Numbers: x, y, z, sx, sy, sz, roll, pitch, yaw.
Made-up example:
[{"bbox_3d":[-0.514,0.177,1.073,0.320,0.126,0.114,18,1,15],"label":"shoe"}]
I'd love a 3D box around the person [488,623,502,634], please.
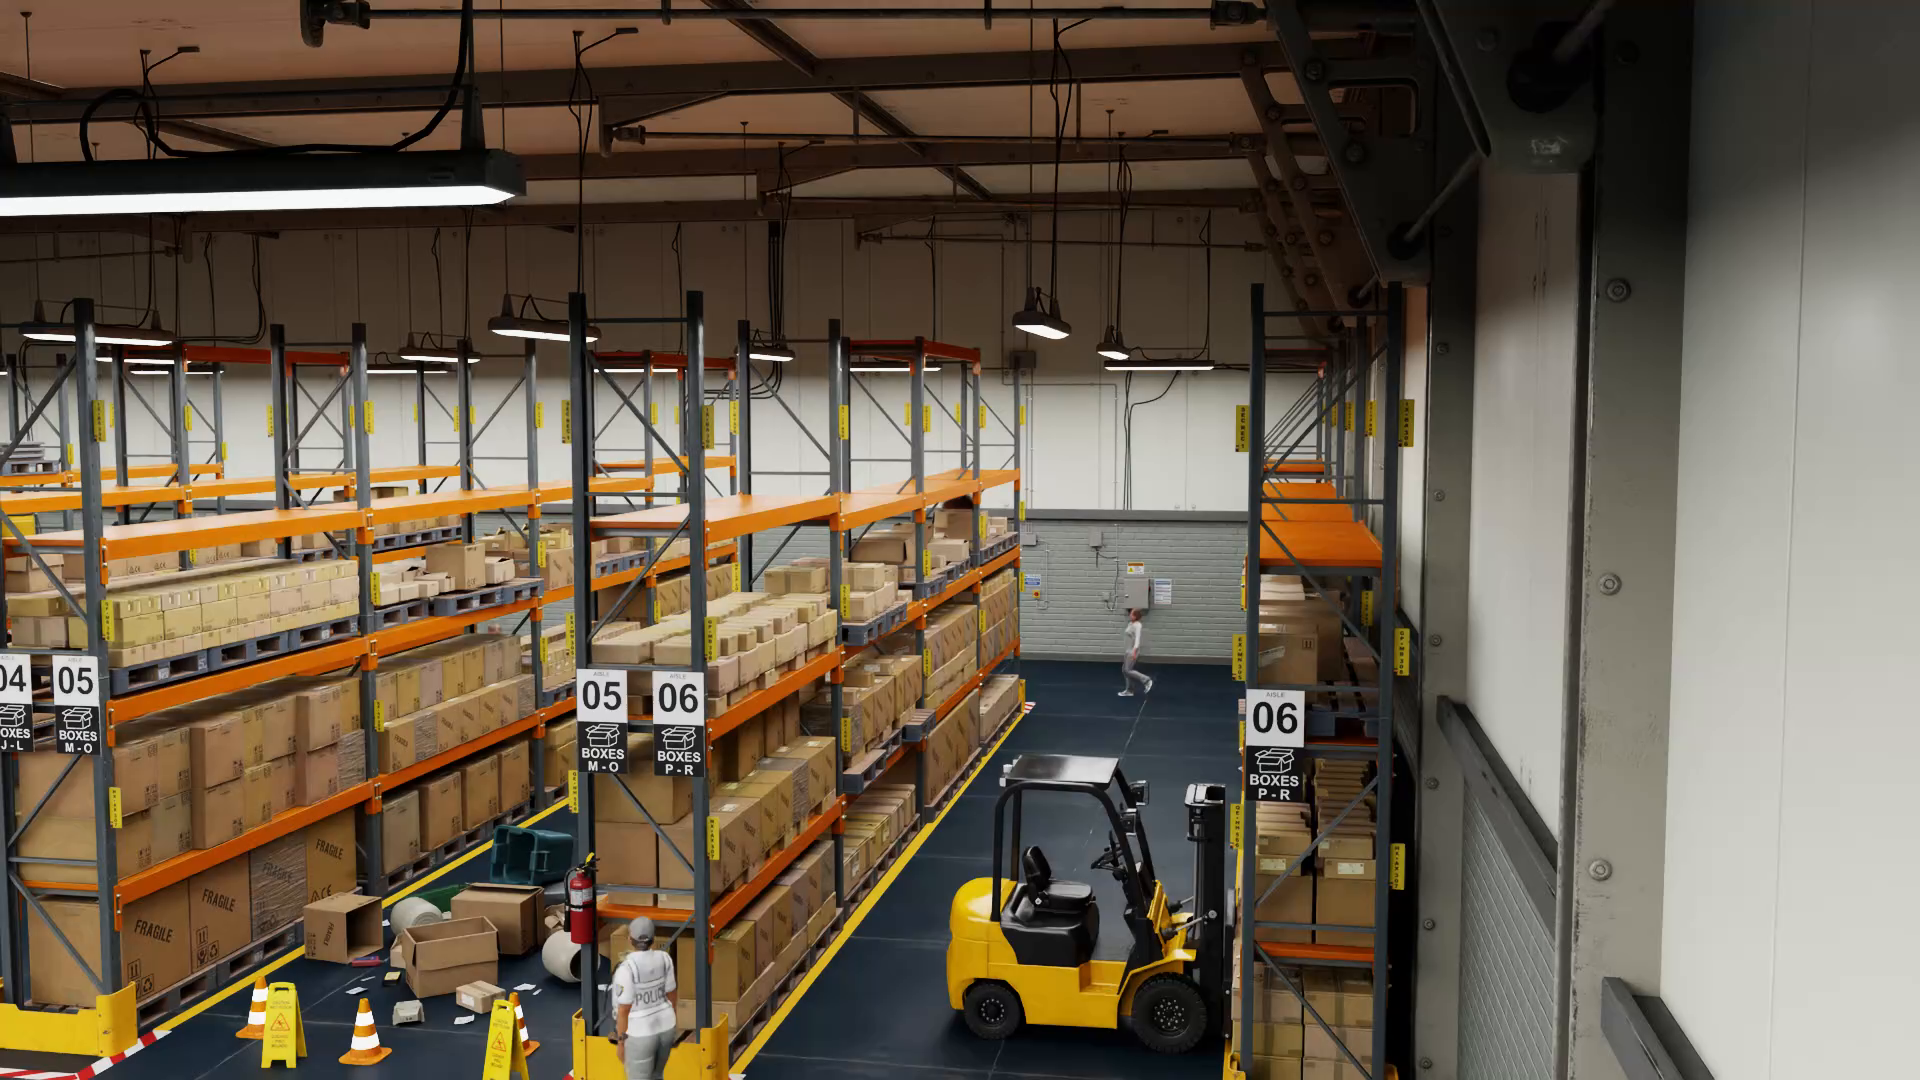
[{"bbox_3d":[-7.318,2.199,26.510,0.494,1.771,0.676,3,6,35],"label":"person"}]

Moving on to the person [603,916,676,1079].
[{"bbox_3d":[-2.228,3.416,11.504,0.535,1.676,0.538,2,5,27],"label":"person"}]

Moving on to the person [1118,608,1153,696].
[{"bbox_3d":[3.113,2.040,29.488,0.608,1.480,0.437,0,5,5],"label":"person"}]
